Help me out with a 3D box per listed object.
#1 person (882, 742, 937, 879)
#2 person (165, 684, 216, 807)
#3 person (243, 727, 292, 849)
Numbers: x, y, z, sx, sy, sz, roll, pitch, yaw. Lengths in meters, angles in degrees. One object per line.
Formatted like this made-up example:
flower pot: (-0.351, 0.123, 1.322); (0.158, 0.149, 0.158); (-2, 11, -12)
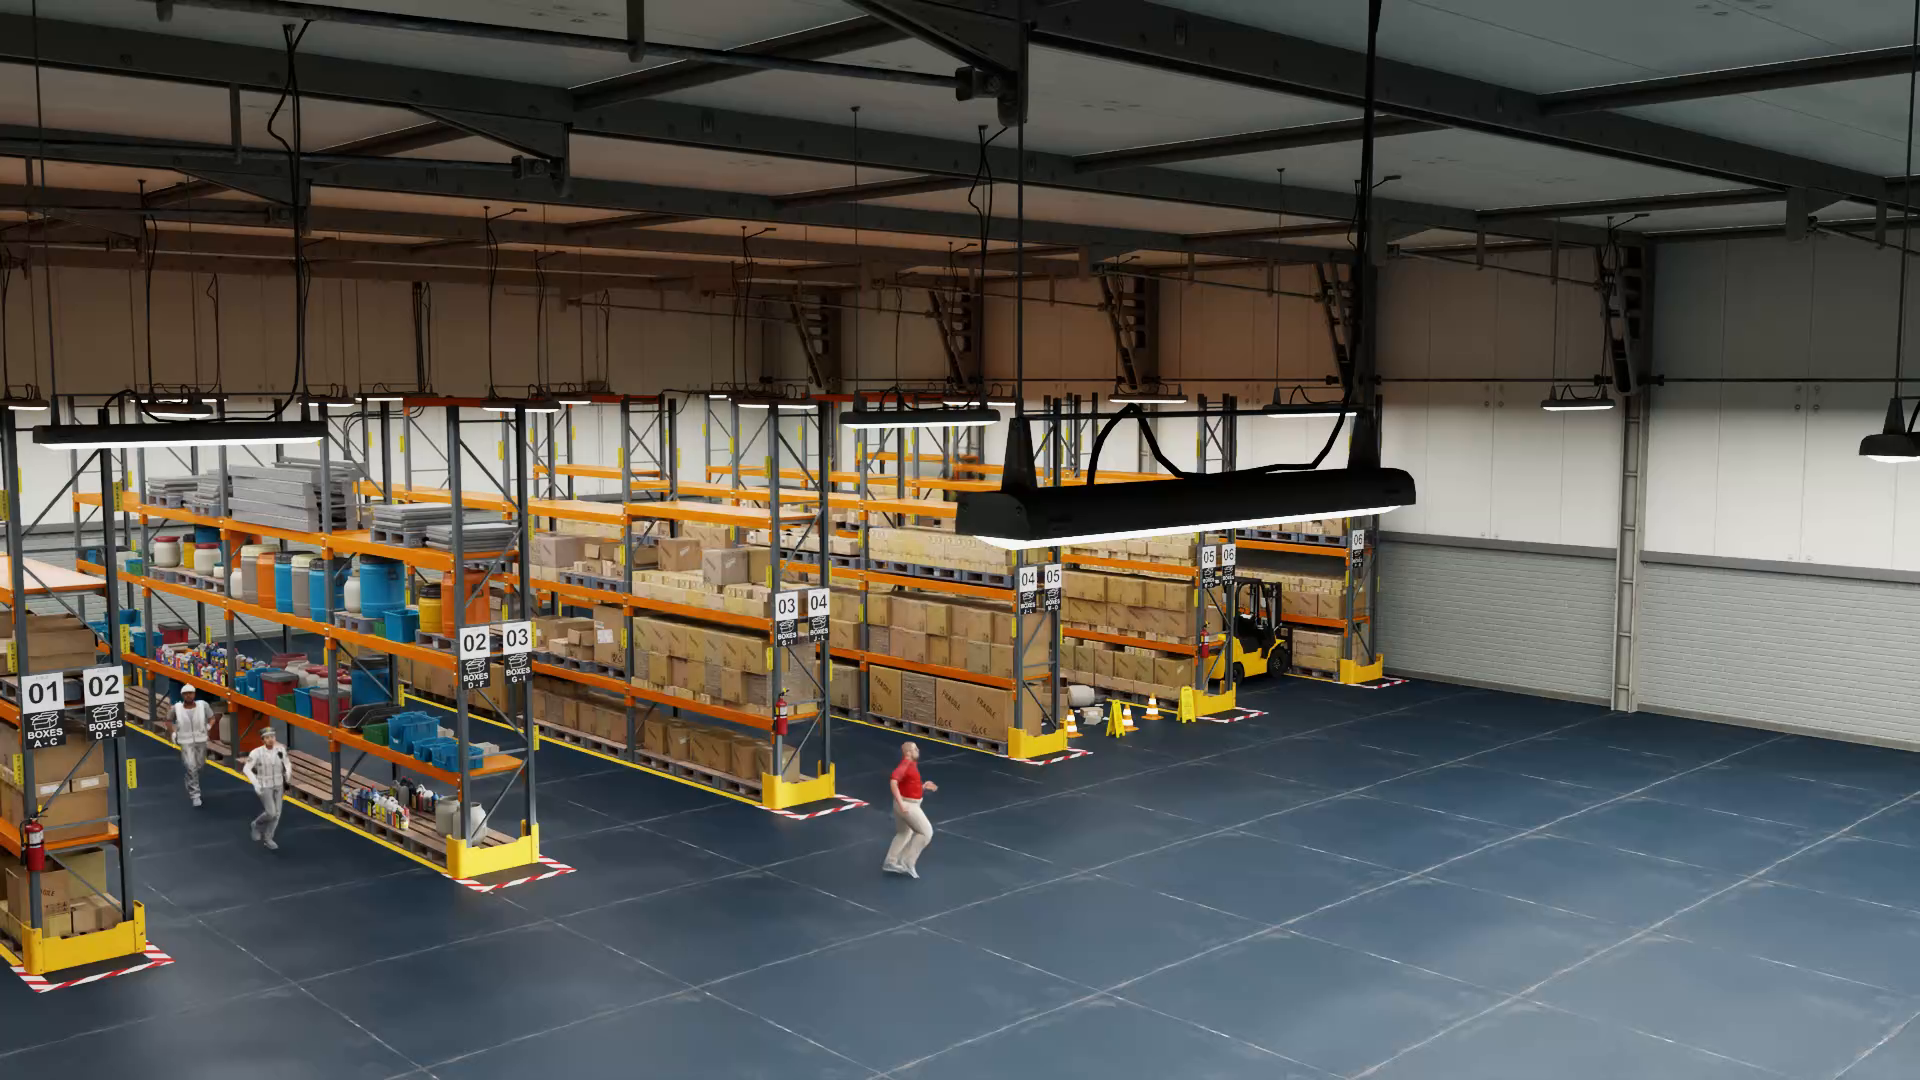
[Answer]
person: (-0.621, 3.443, 21.250); (0.703, 1.756, 0.653); (-1, 6, -11)
person: (-11.512, 3.040, 24.948); (0.670, 1.786, 0.882); (-4, 7, -35)
person: (-9.312, 3.337, 22.492); (0.569, 1.669, 0.605); (5, 8, 43)
